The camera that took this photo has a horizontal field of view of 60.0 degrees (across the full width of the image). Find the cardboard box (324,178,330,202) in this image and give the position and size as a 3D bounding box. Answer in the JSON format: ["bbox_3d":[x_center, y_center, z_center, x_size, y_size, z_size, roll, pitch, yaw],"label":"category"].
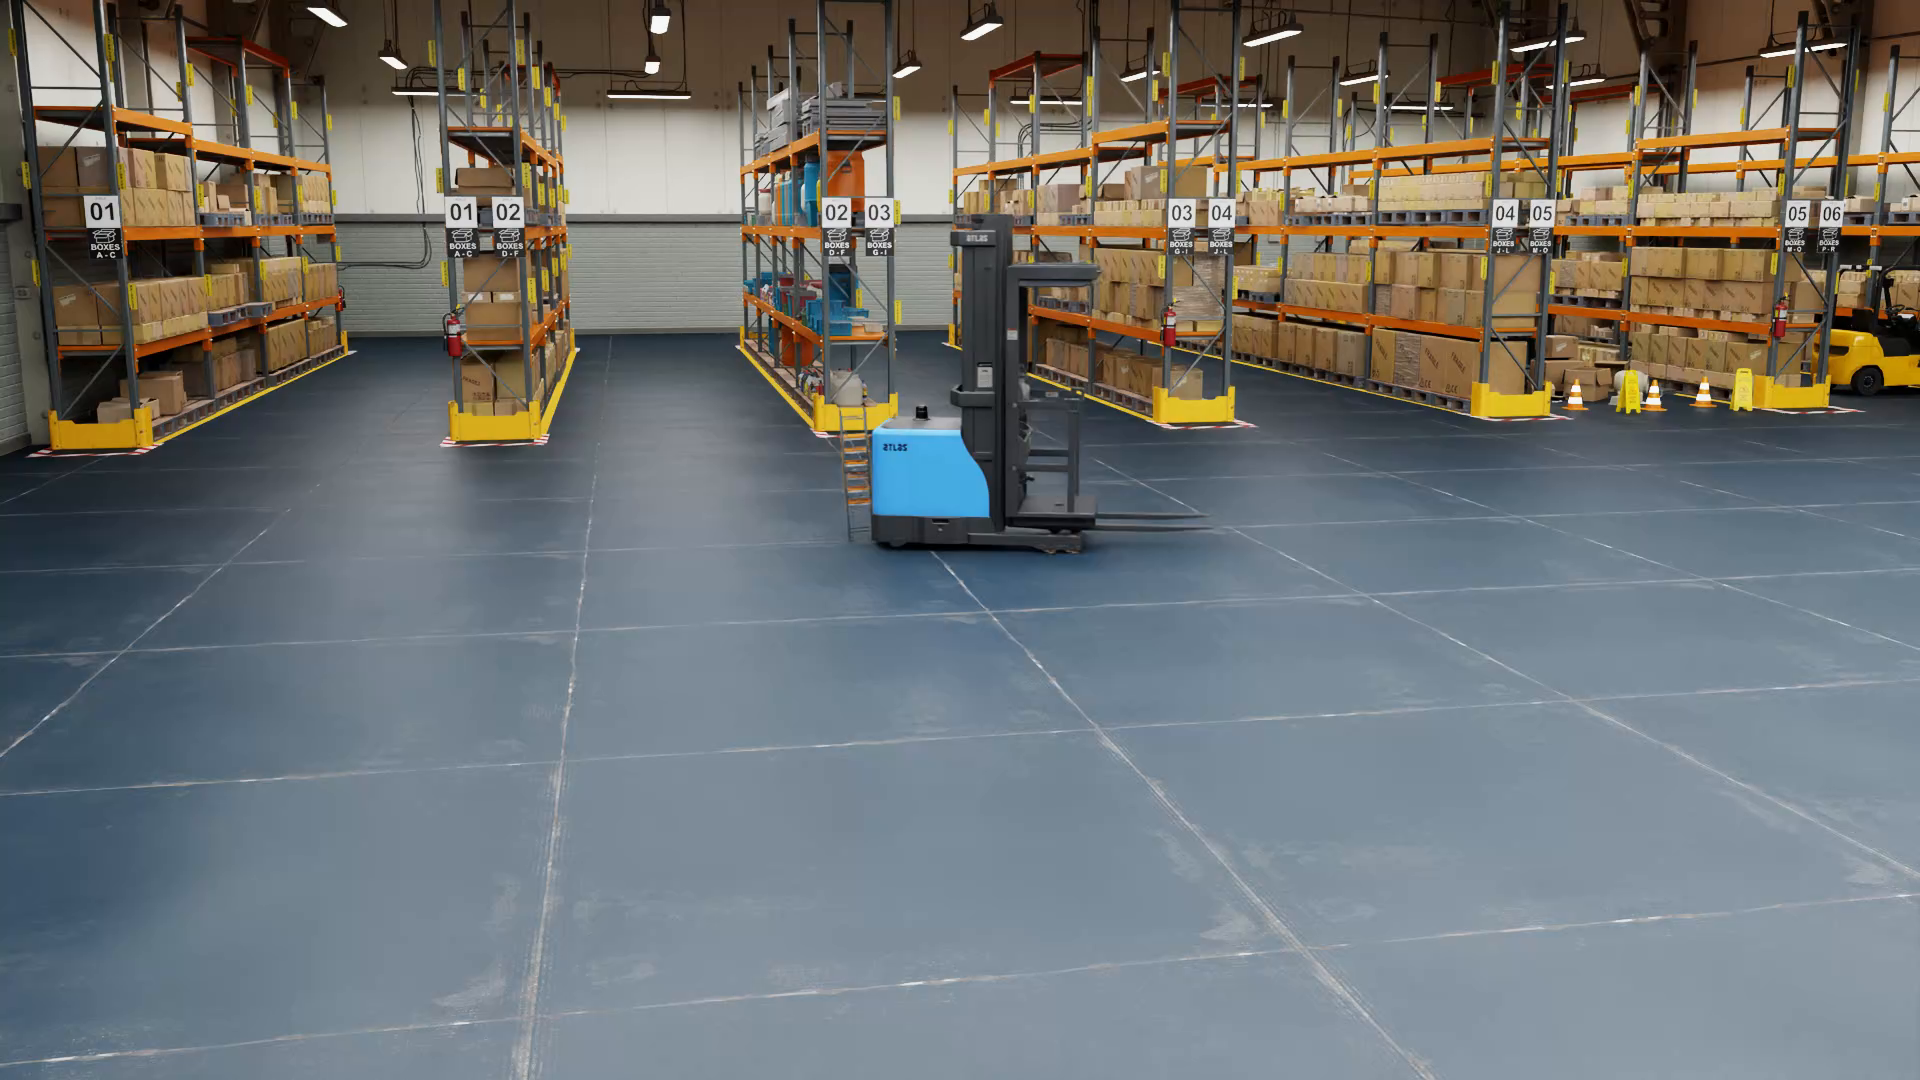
[{"bbox_3d":[-13.831,-7.506,35.644,0.500,0.500,0.500,-2,11,-11],"label":"cardboard box"}]

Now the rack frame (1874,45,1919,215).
[{"bbox_3d":[17.258,-7.434,30.242,1.000,3.000,0.127,-2,11,-11],"label":"rack frame"}]

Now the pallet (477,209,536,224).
[{"bbox_3d":[-6.623,-4.637,23.807,1.003,0.211,1.213,-2,11,-11],"label":"pallet"}]

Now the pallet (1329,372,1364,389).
[{"bbox_3d":[7.330,-2.876,29.798,1.003,0.211,1.213,-2,11,-11],"label":"pallet"}]

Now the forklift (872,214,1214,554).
[{"bbox_3d":[0.765,-1.421,14.877,3.031,2.935,1.130,1,11,6],"label":"forklift"}]

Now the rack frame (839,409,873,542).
[{"bbox_3d":[-0.930,-0.583,15.061,0.240,1.200,0.006,-5,11,-6],"label":"rack frame"}]

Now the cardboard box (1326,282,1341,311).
[{"bbox_3d":[6.994,-4.428,30.225,0.500,0.500,0.500,-2,11,-10],"label":"cardboard box"}]

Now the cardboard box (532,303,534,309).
[{"bbox_3d":[-7.284,-3.873,27.310,0.500,0.500,0.500,-1,11,-7],"label":"cardboard box"}]

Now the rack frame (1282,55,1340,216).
[{"bbox_3d":[6.776,-7.788,32.102,1.000,3.000,0.127,-2,11,-11],"label":"rack frame"}]

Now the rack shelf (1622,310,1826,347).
[{"bbox_3d":[12.779,-3.586,27.991,1.077,0.370,4.000,-2,11,-11],"label":"rack shelf"}]

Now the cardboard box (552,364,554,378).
[{"bbox_3d":[-7.286,-2.901,28.700,0.500,0.250,0.500,-2,11,-10],"label":"cardboard box"}]

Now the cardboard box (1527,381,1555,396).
[{"bbox_3d":[9.695,-2.516,27.759,0.396,0.266,0.258,0,11,-1],"label":"cardboard box"}]

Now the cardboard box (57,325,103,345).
[{"bbox_3d":[-11.410,-2.686,21.690,0.500,0.250,0.500,-2,11,-10],"label":"cardboard box"}]

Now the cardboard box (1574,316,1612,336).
[{"bbox_3d":[15.280,-5.202,40.122,0.700,0.500,0.500,-3,11,-13],"label":"cardboard box"}]

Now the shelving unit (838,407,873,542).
[{"bbox_3d":[-0.941,-0.600,15.150,0.258,1.200,0.189,-5,11,-6],"label":"shelving unit"}]

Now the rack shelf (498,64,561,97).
[{"bbox_3d":[-8.993,-9.647,34.901,1.077,0.370,4.000,-2,11,-11],"label":"rack shelf"}]

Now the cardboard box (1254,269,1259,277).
[{"bbox_3d":[6.134,-5.384,33.471,0.380,0.149,0.250,-2,11,-9],"label":"cardboard box"}]

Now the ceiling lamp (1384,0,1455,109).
[{"bbox_3d":[12.119,-12.910,43.398,2.000,3.185,0.800,-2,11,-11],"label":"ceiling lamp"}]

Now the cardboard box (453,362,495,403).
[{"bbox_3d":[-6.667,-2.164,22.822,0.500,0.500,0.500,-2,11,-11],"label":"cardboard box"}]

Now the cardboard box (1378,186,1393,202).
[{"bbox_3d":[7.375,-5.809,27.941,0.500,0.250,0.500,-2,11,-11],"label":"cardboard box"}]

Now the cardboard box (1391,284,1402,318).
[{"bbox_3d":[7.767,-4.014,27.915,0.875,0.550,0.550,-2,11,-11],"label":"cardboard box"}]

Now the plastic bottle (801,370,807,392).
[{"bbox_3d":[-2.439,-2.517,26.361,0.144,0.351,0.185,-2,11,-9],"label":"plastic bottle"}]

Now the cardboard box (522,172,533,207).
[{"bbox_3d":[-6.325,-4.965,23.525,0.500,0.500,0.500,-2,11,-11],"label":"cardboard box"}]

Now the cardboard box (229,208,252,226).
[{"bbox_3d":[-12.280,-5.456,28.057,0.500,0.311,0.500,-2,11,-11],"label":"cardboard box"}]

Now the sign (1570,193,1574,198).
[{"bbox_3d":[15.473,-8.613,42.090,0.100,0.325,0.005,-2,11,-11],"label":"sign"}]

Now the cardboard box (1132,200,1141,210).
[{"bbox_3d":[2.841,-5.086,25.263,0.380,0.149,0.250,-3,11,-14],"label":"cardboard box"}]

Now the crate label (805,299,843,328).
[{"bbox_3d":[-2.034,-3.377,24.876,0.502,0.435,0.616,-2,11,-11],"label":"crate label"}]

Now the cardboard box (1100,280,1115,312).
[{"bbox_3d":[2.759,-3.963,26.987,0.875,0.500,0.500,-2,11,-11],"label":"cardboard box"}]

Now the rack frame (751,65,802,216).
[{"bbox_3d":[-3.745,-8.180,34.160,1.000,3.000,0.127,-2,11,-11],"label":"rack frame"}]

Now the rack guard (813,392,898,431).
[{"bbox_3d":[-1.472,-1.816,23.455,1.175,0.500,0.348,-2,11,-11],"label":"rack guard"}]

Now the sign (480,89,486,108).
[{"bbox_3d":[-8.357,-7.743,29.155,0.100,0.325,0.005,-2,11,-11],"label":"sign"}]

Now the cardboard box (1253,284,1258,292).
[{"bbox_3d":[6.132,-5.091,33.522,0.380,0.149,0.250,-2,11,-10],"label":"cardboard box"}]

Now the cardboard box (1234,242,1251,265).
[{"bbox_3d":[6.150,-6.353,36.868,0.500,0.500,0.500,-2,11,-10],"label":"cardboard box"}]

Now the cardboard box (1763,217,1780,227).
[{"bbox_3d":[12.824,-4.978,26.030,0.380,0.149,0.250,-2,11,-11],"label":"cardboard box"}]

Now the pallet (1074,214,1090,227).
[{"bbox_3d":[2.654,-5.444,28.310,1.213,0.211,1.003,-2,11,-11],"label":"pallet"}]

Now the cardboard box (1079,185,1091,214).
[{"bbox_3d":[2.491,-5.939,29.008,0.797,0.503,0.637,-2,11,-9],"label":"cardboard box"}]

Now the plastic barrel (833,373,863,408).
[{"bbox_3d":[-1.614,-2.134,23.970,0.421,0.512,0.421,0,11,0],"label":"plastic barrel"}]

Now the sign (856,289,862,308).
[{"bbox_3d":[-1.647,-3.920,27.080,0.100,0.325,0.005,-2,11,-11],"label":"sign"}]

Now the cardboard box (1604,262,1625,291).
[{"bbox_3d":[12.075,-4.784,30.176,0.500,0.500,0.500,-2,11,-12],"label":"cardboard box"}]

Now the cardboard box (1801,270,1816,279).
[{"bbox_3d":[16.569,-5.189,32.486,0.380,0.149,0.250,-2,11,-13],"label":"cardboard box"}]

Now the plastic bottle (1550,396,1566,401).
[{"bbox_3d":[9.802,-2.334,27.352,0.133,0.061,0.283,-6,13,-31],"label":"plastic bottle"}]

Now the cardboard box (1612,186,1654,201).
[{"bbox_3d":[12.152,-6.259,30.033,0.500,0.250,0.500,-2,11,-10],"label":"cardboard box"}]

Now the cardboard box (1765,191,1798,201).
[{"bbox_3d":[12.813,-5.366,25.935,0.380,0.149,0.250,-2,11,-10],"label":"cardboard box"}]

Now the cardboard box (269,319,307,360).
[{"bbox_3d":[-13.209,-3.908,32.388,0.750,0.750,0.750,-2,11,-10],"label":"cardboard box"}]

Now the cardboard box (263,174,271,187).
[{"bbox_3d":[-13.420,-6.814,31.554,0.500,0.250,0.500,-1,11,-7],"label":"cardboard box"}]

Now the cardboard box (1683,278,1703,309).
[{"bbox_3d":[12.526,-4.135,27.888,0.500,0.500,0.500,-2,11,-10],"label":"cardboard box"}]

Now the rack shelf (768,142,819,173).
[{"bbox_3d":[-2.578,-6.530,28.483,1.077,0.370,4.000,-2,11,-11],"label":"rack shelf"}]

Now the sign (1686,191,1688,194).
[{"bbox_3d":[12.921,-6.055,29.634,0.100,0.325,0.005,-2,11,-11],"label":"sign"}]

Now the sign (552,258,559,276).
[{"bbox_3d":[-7.283,-4.909,29.924,0.100,0.325,0.005,-2,11,-11],"label":"sign"}]

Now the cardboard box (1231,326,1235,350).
[{"bbox_3d":[5.986,-4.311,35.439,0.500,0.500,0.500,-2,11,-8],"label":"cardboard box"}]

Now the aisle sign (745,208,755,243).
[{"bbox_3d":[-4.828,-7.246,38.344,0.394,0.787,0.004,-2,11,-11],"label":"aisle sign"}]

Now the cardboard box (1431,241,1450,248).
[{"bbox_3d":[10.962,-6.746,37.994,0.380,0.149,0.250,-2,11,-10],"label":"cardboard box"}]

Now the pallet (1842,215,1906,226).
[{"bbox_3d":[17.074,-6.028,31.388,0.805,0.209,1.217,-3,11,-13],"label":"pallet"}]
